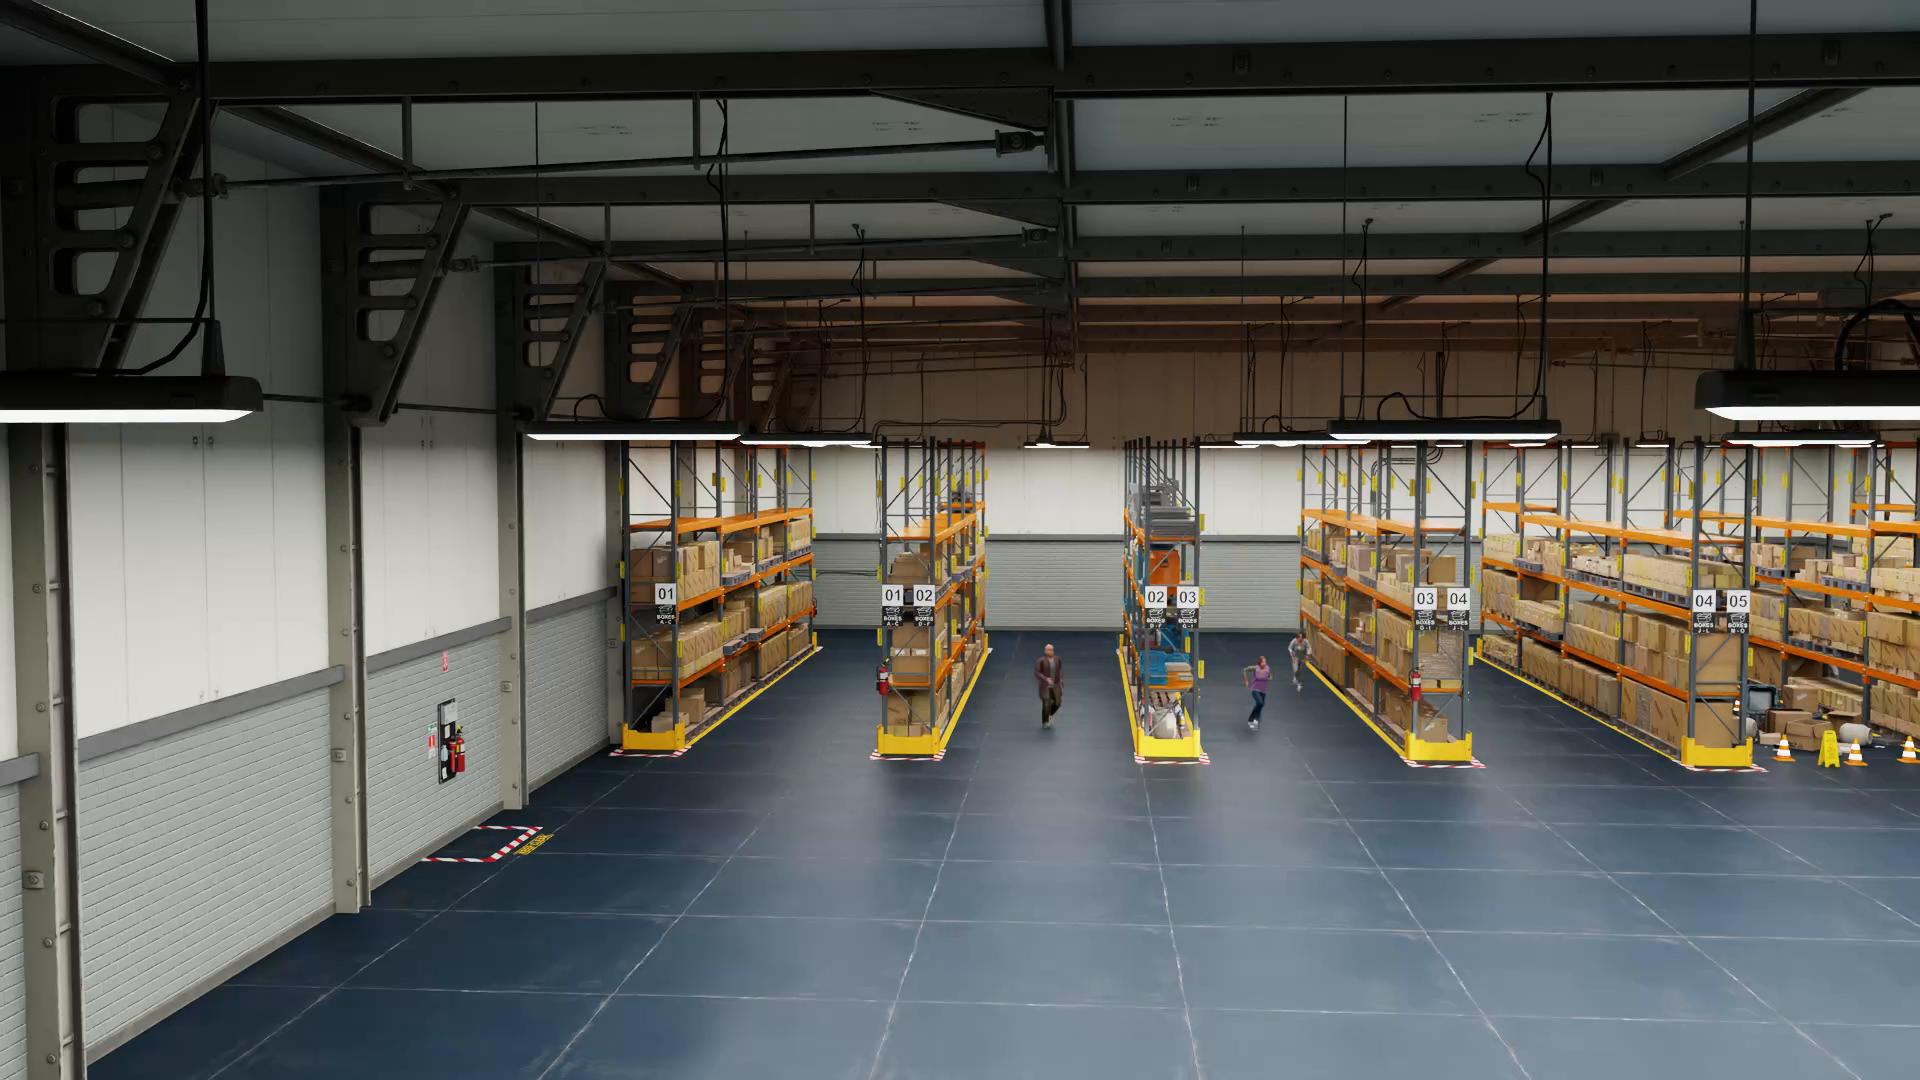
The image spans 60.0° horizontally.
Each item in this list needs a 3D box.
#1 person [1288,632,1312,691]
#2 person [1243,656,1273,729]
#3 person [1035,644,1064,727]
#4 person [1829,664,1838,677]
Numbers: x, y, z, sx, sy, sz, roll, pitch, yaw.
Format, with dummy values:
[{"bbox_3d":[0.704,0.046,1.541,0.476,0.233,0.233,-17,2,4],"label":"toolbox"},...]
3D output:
[{"bbox_3d":[8.160,2.887,39.951,0.548,1.445,0.896,0,3,9],"label":"person"},{"bbox_3d":[6.102,3.130,34.017,0.526,1.494,0.822,-1,3,-17],"label":"person"},{"bbox_3d":[1.864,3.018,34.286,0.685,1.733,0.715,-1,3,-19],"label":"person"},{"bbox_3d":[21.798,2.592,41.999,0.724,1.790,0.953,0,3,-2],"label":"person"}]
